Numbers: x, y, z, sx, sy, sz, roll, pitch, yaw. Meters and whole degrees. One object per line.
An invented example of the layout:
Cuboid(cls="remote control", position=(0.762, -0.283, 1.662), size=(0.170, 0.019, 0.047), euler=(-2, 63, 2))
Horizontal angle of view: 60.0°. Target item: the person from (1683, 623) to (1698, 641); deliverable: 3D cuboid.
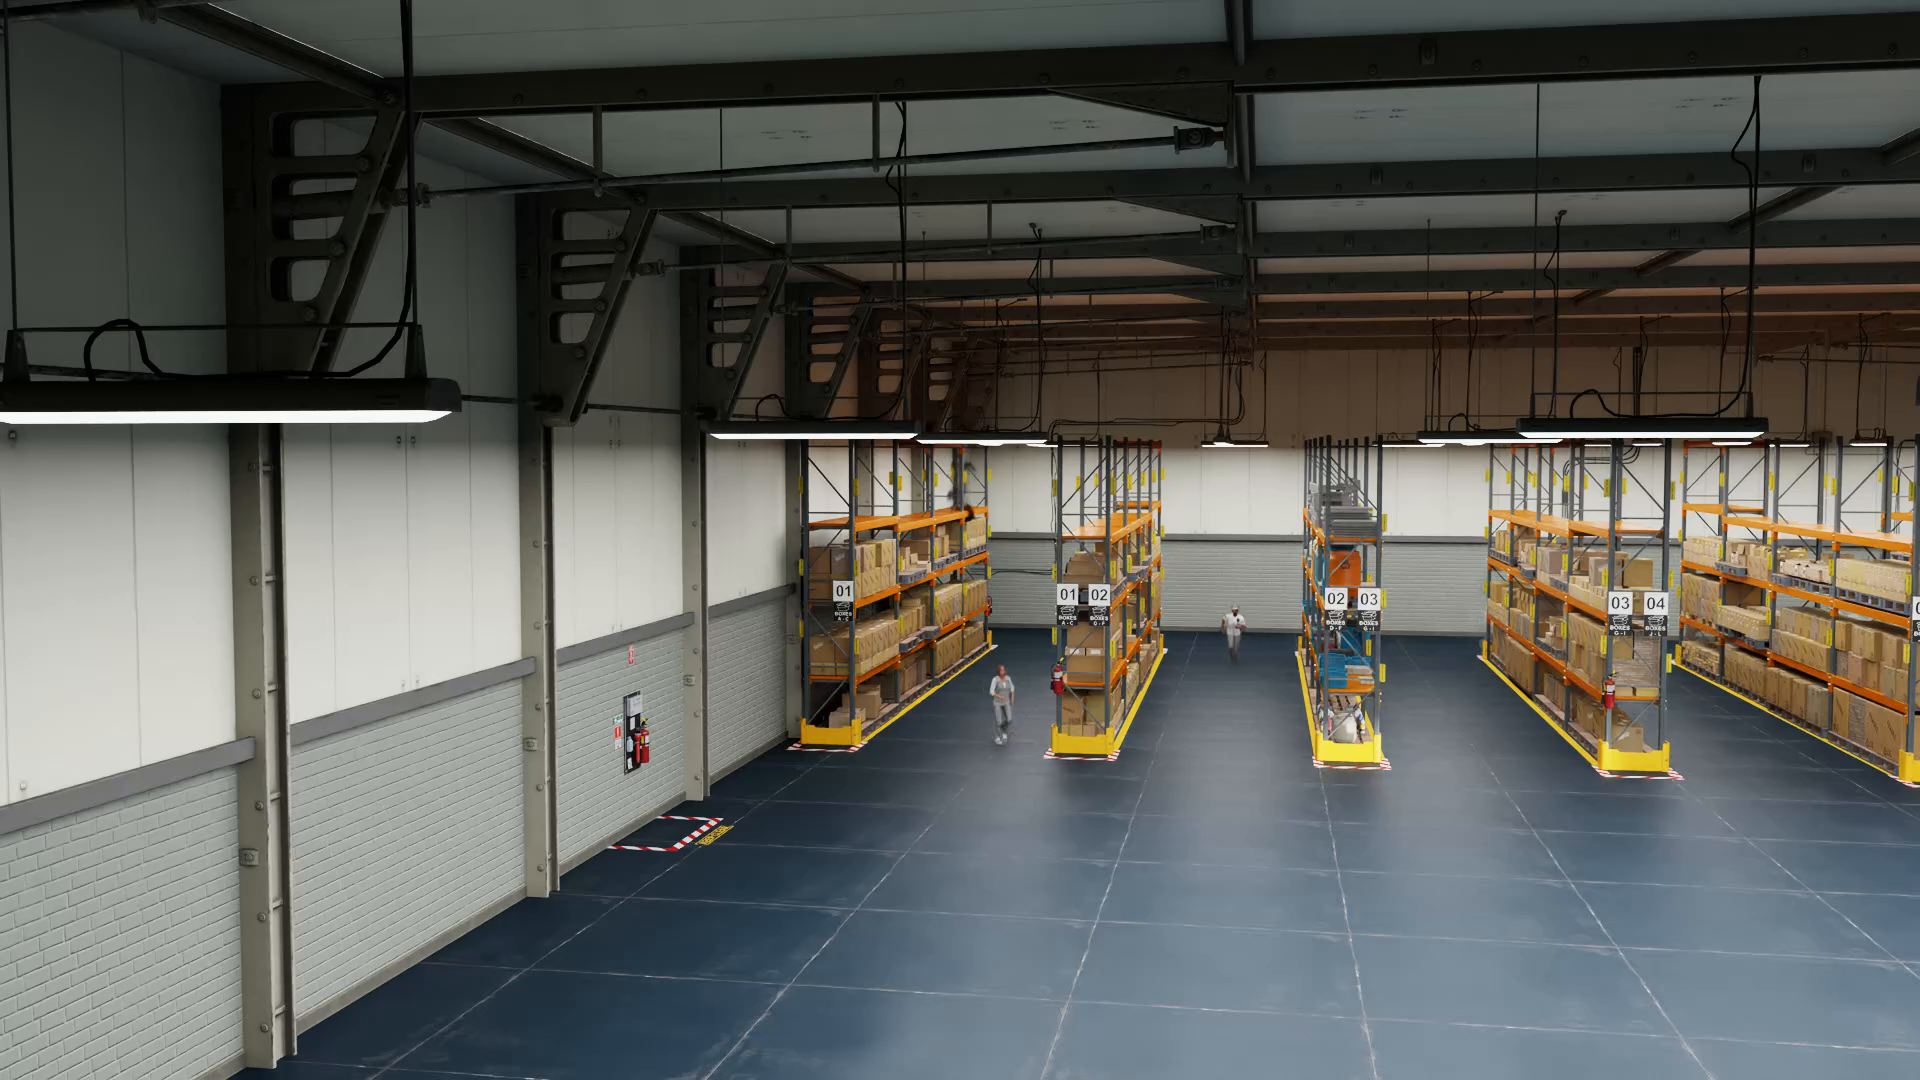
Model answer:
Cuboid(cls="person", position=(20.151, 2.431, 45.697), size=(0.812, 1.706, 0.706), euler=(3, 4, 41))

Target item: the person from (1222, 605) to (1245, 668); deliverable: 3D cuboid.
Cuboid(cls="person", position=(7.188, 2.515, 43.702), size=(0.605, 1.663, 0.789), euler=(1, 3, 11))

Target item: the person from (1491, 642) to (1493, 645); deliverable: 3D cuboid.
Cuboid(cls="person", position=(15.142, 2.389, 46.606), size=(0.513, 1.651, 0.623), euler=(1, 3, 17))

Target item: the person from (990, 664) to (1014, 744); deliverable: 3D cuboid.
Cuboid(cls="person", position=(0.840, 3.187, 32.187), size=(0.561, 1.562, 0.600), euler=(-1, 3, -19))
